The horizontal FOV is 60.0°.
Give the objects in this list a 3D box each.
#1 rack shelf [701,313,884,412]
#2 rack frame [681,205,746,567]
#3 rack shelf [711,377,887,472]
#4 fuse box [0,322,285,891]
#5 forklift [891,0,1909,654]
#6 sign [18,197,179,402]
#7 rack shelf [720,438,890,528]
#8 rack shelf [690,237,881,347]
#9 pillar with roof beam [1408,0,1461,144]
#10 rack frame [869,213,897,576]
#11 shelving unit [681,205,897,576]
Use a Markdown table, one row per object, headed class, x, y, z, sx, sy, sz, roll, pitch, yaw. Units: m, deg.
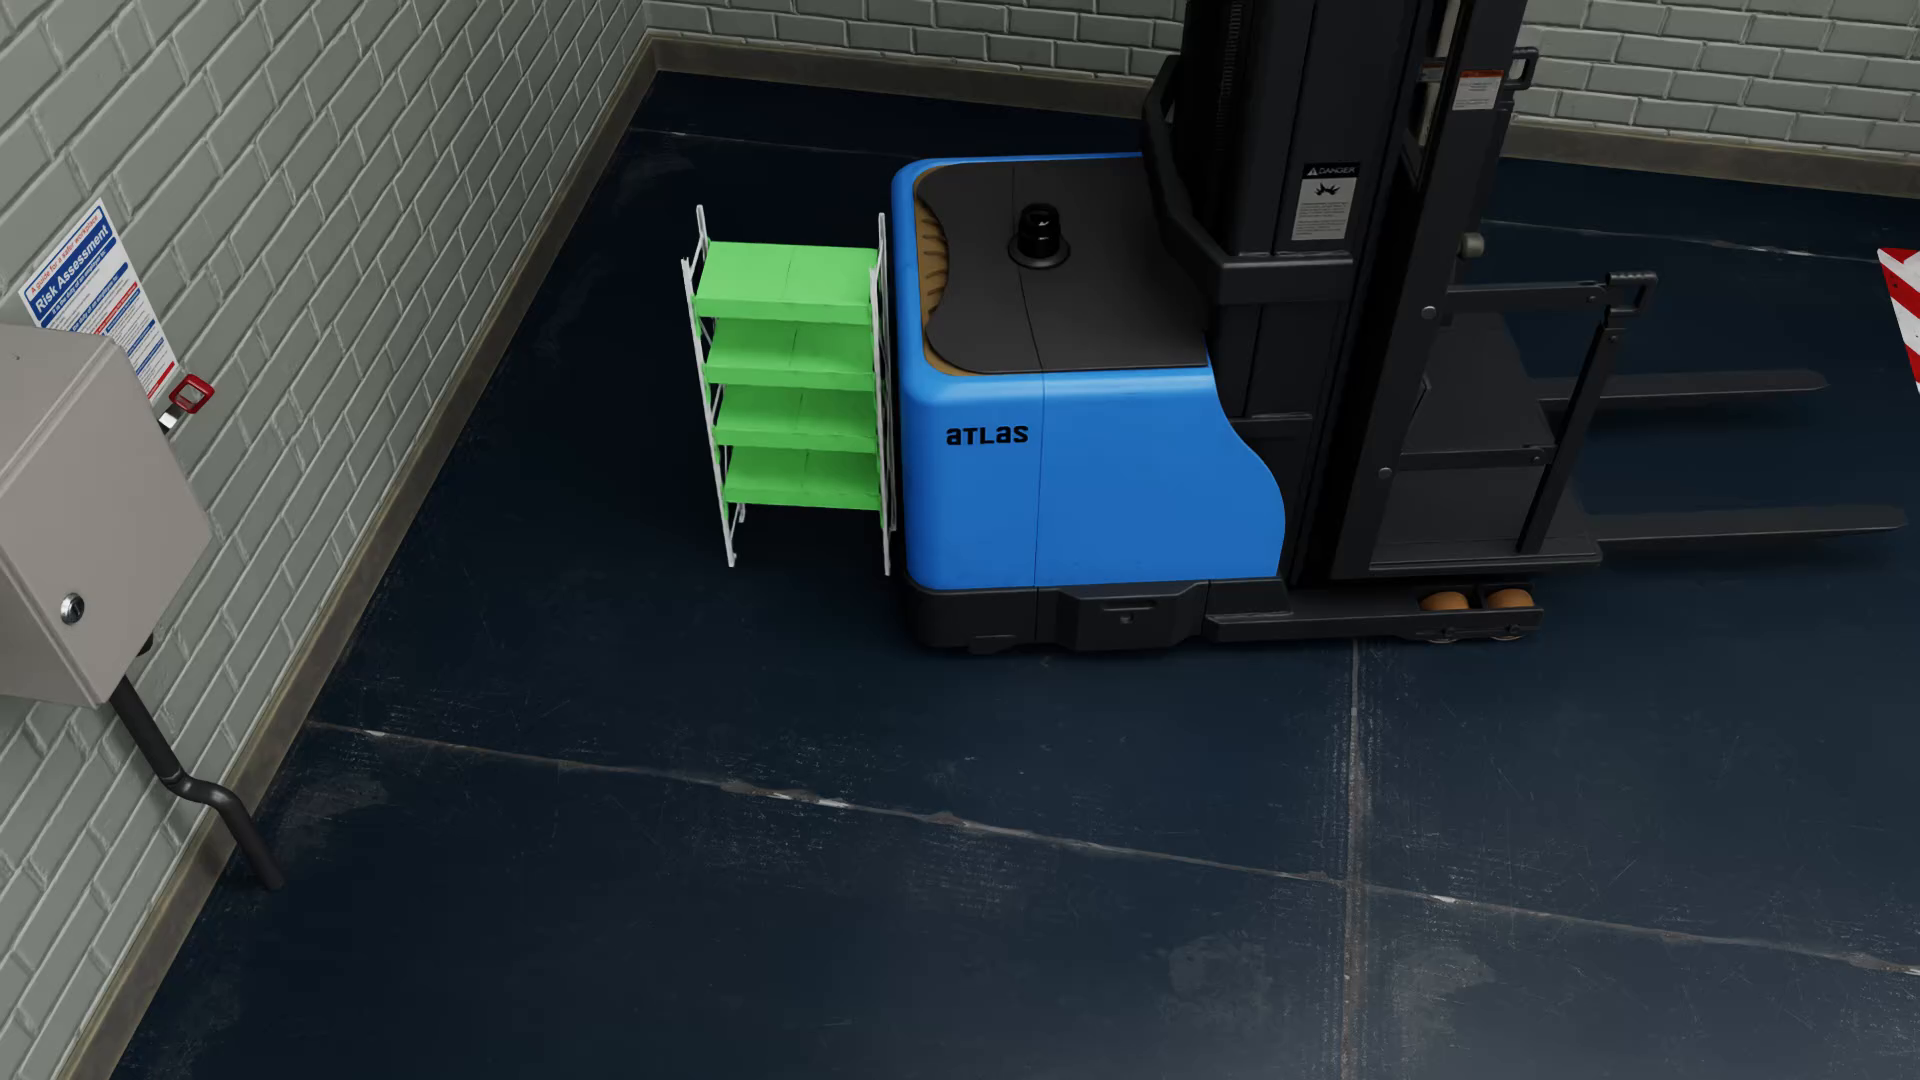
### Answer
| class | x | y | z | sx | sy | sz | roll | pitch | yaw |
| --- | --- | --- | --- | --- | --- | --- | --- | --- | --- |
| rack shelf | -0.459 | -0.509 | 4.664 | 0.480 | 0.148 | 0.258 | 3 | 48 | 3 |
| rack frame | -0.703 | -0.405 | 4.807 | 0.015 | 1.200 | 0.240 | 3 | 48 | 3 |
| rack shelf | -0.459 | -0.349 | 4.843 | 0.480 | 0.148 | 0.258 | 3 | 48 | 3 |
| fuse box | -1.796 | 0.321 | 3.811 | 0.414 | 1.711 | 0.539 | 8 | 49 | 7 |
| forklift | 1.325 | -1.065 | 4.237 | 3.031 | 2.935 | 1.130 | -2 | 48 | -2 |
| sign | -1.912 | -0.466 | 3.716 | 0.001 | 0.494 | 0.329 | 8 | 49 | 7 |
| rack shelf | -0.459 | -0.189 | 5.021 | 0.480 | 0.148 | 0.258 | 3 | 48 | 3 |
| rack shelf | -0.459 | -0.670 | 4.486 | 0.480 | 0.148 | 0.258 | 3 | 48 | 3 |
| pillar with roof beam | 0.860 | -1.366 | 0.428 | 0.400 | 9.000 | 9.100 | 8 | 49 | 7 |
| rack frame | -0.216 | -0.378 | 4.783 | 0.015 | 1.200 | 0.240 | 3 | 48 | 3 |
| shelving unit | -0.459 | -0.392 | 4.795 | 0.503 | 1.200 | 0.258 | 3 | 48 | 3 |
